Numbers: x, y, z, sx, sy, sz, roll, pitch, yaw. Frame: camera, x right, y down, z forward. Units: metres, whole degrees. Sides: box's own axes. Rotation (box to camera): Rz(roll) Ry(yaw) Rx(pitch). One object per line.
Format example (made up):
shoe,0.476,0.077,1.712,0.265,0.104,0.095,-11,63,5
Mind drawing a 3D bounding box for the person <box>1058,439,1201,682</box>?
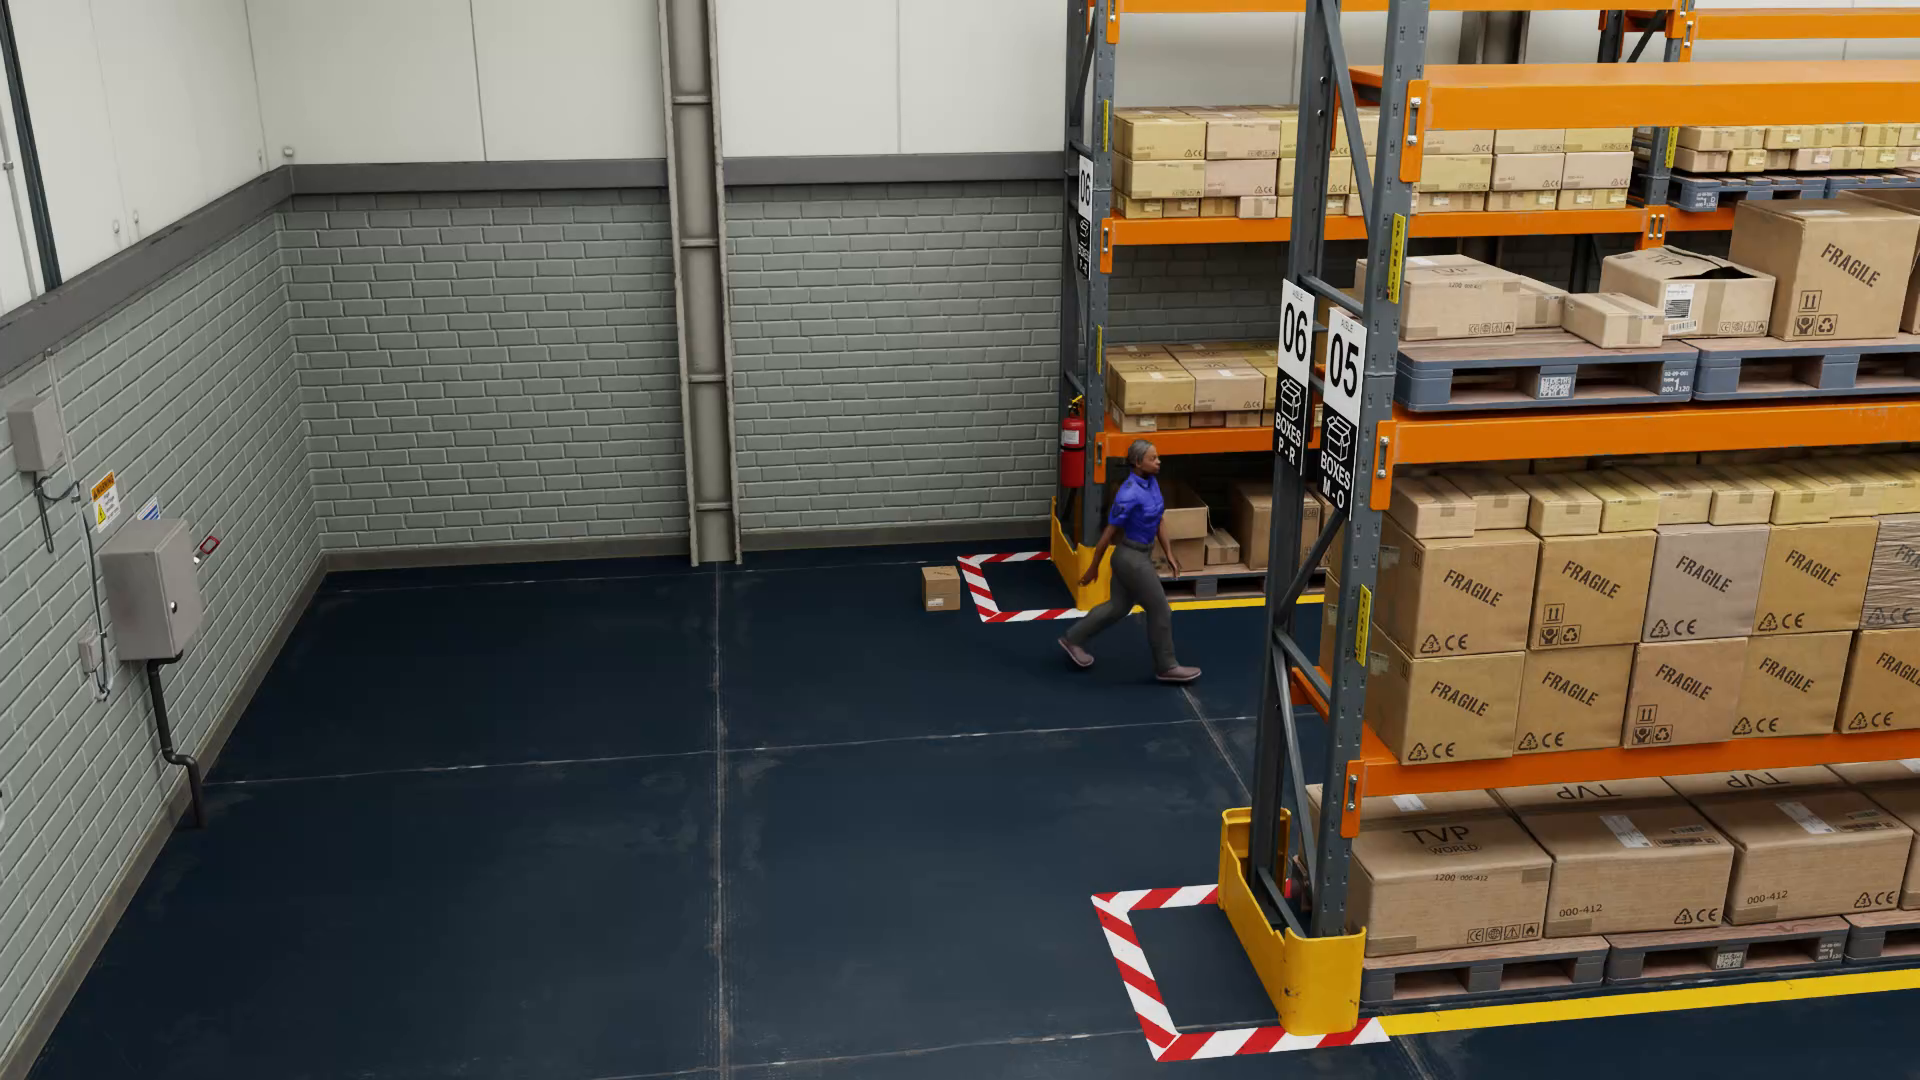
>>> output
person,1.111,0.130,10.766,0.981,1.585,0.482,6,21,17
